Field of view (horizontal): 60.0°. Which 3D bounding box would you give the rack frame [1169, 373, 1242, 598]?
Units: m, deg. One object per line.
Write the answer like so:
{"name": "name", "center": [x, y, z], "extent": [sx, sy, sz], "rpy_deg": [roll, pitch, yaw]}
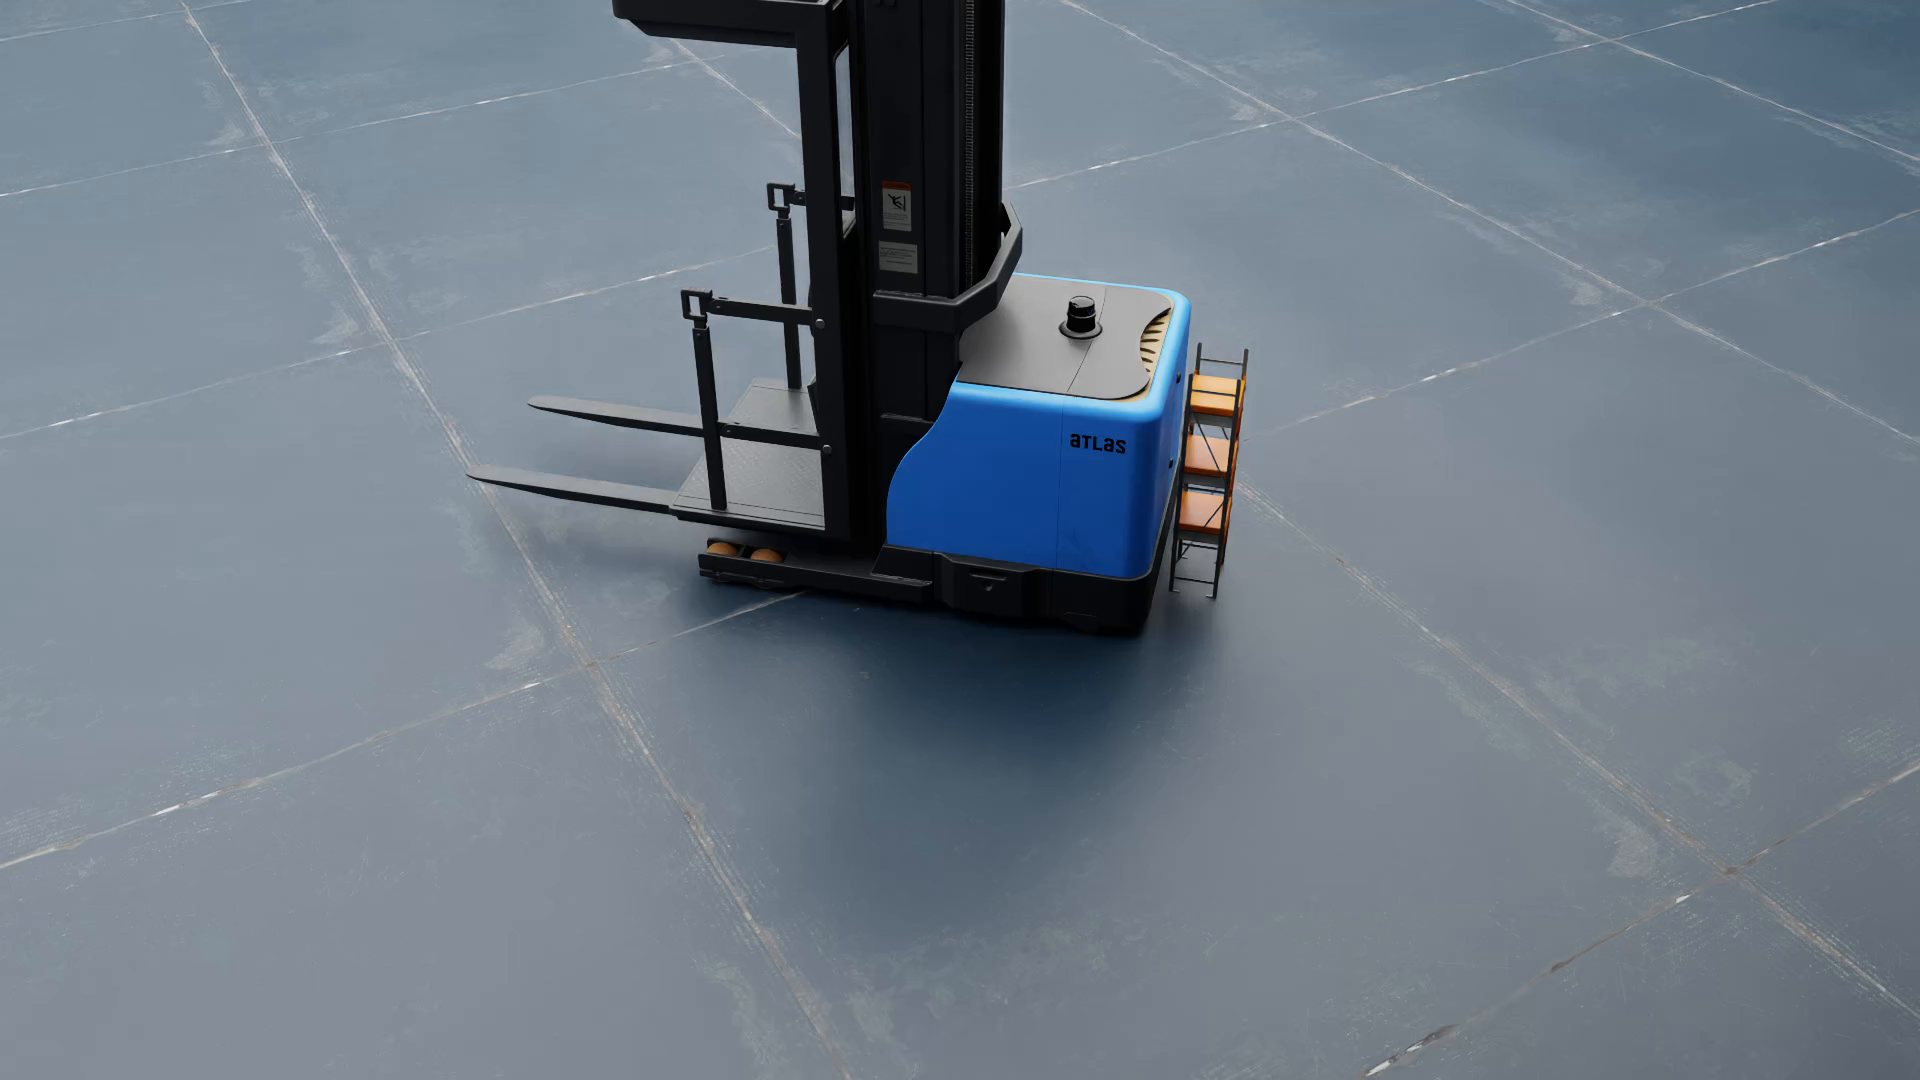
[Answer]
{"name": "rack frame", "center": [0.970, -0.197, 6.630], "extent": [0.200, 1.050, 0.008], "rpy_deg": [9, 37, 12]}

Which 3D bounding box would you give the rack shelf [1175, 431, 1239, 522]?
{"name": "rack shelf", "center": [1.001, -0.259, 6.732], "extent": [0.215, 0.259, 0.240], "rpy_deg": [9, 37, 12]}

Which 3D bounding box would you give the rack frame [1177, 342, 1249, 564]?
{"name": "rack frame", "center": [1.031, -0.337, 6.821], "extent": [0.200, 1.050, 0.008], "rpy_deg": [9, 37, 12]}

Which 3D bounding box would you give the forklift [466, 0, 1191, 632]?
{"name": "forklift", "center": [-0.613, -1.271, 6.506], "extent": [3.031, 2.935, 1.130], "rpy_deg": [8, 37, 11]}

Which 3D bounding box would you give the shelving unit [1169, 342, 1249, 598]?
{"name": "shelving unit", "center": [1.001, -0.267, 6.726], "extent": [0.215, 1.050, 0.252], "rpy_deg": [9, 37, 12]}

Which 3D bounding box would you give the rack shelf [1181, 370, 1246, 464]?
{"name": "rack shelf", "center": [1.001, -0.488, 6.565], "extent": [0.215, 0.259, 0.240], "rpy_deg": [9, 37, 12]}

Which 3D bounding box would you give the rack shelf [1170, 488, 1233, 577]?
{"name": "rack shelf", "center": [1.001, -0.034, 6.896], "extent": [0.215, 0.259, 0.240], "rpy_deg": [9, 37, 12]}
